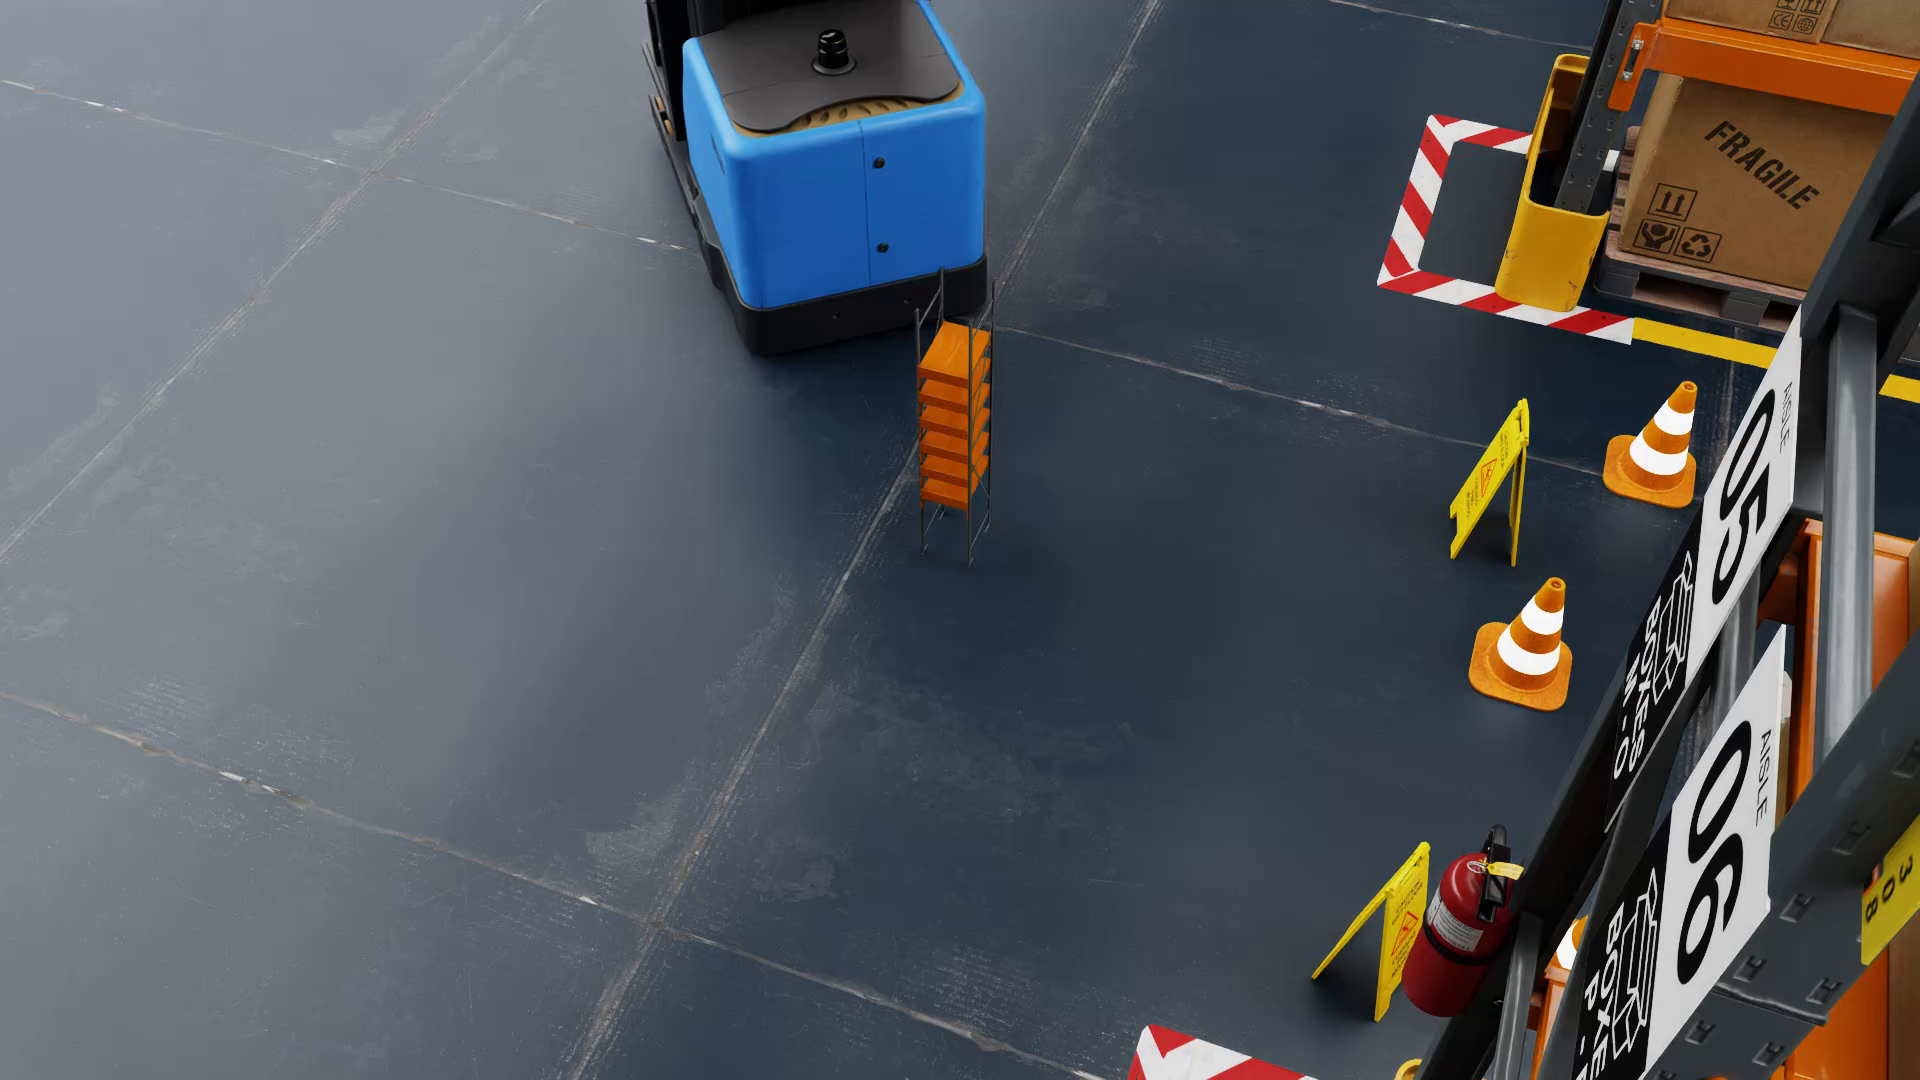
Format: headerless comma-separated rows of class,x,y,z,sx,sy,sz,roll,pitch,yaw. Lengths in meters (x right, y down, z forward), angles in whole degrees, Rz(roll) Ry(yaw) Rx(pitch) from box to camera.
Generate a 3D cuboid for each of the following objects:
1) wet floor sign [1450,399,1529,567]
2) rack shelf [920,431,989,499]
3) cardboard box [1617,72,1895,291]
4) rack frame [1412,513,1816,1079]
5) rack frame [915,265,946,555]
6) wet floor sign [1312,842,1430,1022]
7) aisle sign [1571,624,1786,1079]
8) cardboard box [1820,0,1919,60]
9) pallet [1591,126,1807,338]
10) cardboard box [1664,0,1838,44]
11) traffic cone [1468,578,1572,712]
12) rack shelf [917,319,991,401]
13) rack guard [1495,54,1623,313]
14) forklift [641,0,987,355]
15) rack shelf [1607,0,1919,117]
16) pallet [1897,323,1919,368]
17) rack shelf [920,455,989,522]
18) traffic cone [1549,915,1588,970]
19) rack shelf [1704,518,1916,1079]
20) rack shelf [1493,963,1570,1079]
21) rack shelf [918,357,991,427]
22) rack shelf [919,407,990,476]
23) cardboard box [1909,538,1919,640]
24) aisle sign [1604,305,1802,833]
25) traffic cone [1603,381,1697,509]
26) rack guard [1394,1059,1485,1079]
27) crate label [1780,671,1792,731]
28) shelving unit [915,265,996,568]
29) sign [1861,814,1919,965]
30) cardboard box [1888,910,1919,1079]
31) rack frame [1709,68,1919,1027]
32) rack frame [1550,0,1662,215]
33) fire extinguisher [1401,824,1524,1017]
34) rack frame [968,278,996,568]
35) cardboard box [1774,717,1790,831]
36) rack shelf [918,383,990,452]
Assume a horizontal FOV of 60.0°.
wet floor sign,1.965,-0.224,6.017,0.232,0.644,0.267,8,50,7
rack shelf,-0.014,-0.289,5.924,0.180,0.103,0.258,16,51,13
cardboard box,3.337,-1.702,6.868,0.875,0.875,0.875,16,51,13
rack frame,1.058,1.144,3.274,0.127,3.000,1.000,16,51,13
rack frame,-0.099,-0.421,5.821,0.006,1.200,0.240,16,51,13
wet floor sign,1.250,1.107,4.864,0.232,0.644,0.267,33,57,25
aisle sign,0.892,0.496,2.115,0.004,0.787,0.394,16,51,13
cardboard box,3.566,-2.247,6.113,0.550,0.550,0.875,16,51,13
pallet,3.456,-1.324,7.258,1.213,0.211,1.003,16,51,13
cardboard box,3.042,-2.375,6.225,0.550,0.550,0.875,16,51,13
traffic cone,1.974,0.297,5.686,0.334,0.463,0.336,16,51,13
rack shelf,-0.014,-0.603,5.561,0.180,0.103,0.258,16,51,13
rack guard,2.656,-1.579,7.288,0.348,0.500,1.175,16,51,13
forklift,-0.835,-2.858,6.788,1.130,2.935,3.031,-14,51,-12
rack shelf,4.555,-1.632,6.155,4.000,0.370,1.077,16,51,13
pallet,4.596,-1.003,6.980,1.213,0.211,1.003,16,51,13
rack shelf,-0.014,-0.210,6.015,0.180,0.103,0.258,16,51,13
traffic cone,1.908,1.173,4.927,0.334,0.463,0.336,16,51,13
rack shelf,2.934,0.921,1.958,4.000,0.370,1.077,16,51,13
rack shelf,2.934,1.903,3.091,4.000,0.370,1.077,16,51,13
rack shelf,-0.014,-0.525,5.652,0.180,0.103,0.258,16,51,13
rack shelf,-0.014,-0.368,5.833,0.180,0.103,0.258,16,51,13
cardboard box,1.489,0.139,2.326,0.250,0.149,0.380,16,51,13
aisle sign,1.100,0.071,2.483,0.004,0.787,0.394,16,51,13
traffic cone,2.684,-0.415,6.303,0.334,0.463,0.336,16,51,13
rack guard,1.129,1.983,4.201,0.348,0.500,1.175,16,51,13
crate label,2.733,0.566,5.669,0.298,0.136,0.250,-7,49,-6
shelving unit,-0.014,-0.397,5.800,0.189,1.200,0.258,16,51,13
sign,0.870,0.260,1.476,0.005,0.325,0.100,16,51,13
cardboard box,1.256,0.561,1.960,0.250,0.149,0.380,16,51,13
rack frame,1.058,-0.821,1.006,0.127,3.000,1.000,16,51,13
rack frame,2.678,-2.391,6.338,0.127,3.000,1.000,16,51,13
fire extinguisher,1.110,0.813,3.612,0.183,0.674,0.296,16,51,13
rack frame,0.072,-0.373,5.779,0.006,1.200,0.240,16,51,13
cardboard box,1.613,0.665,2.764,0.500,0.500,0.700,14,51,12
rack shelf,-0.014,-0.446,5.743,0.180,0.103,0.258,16,51,13
